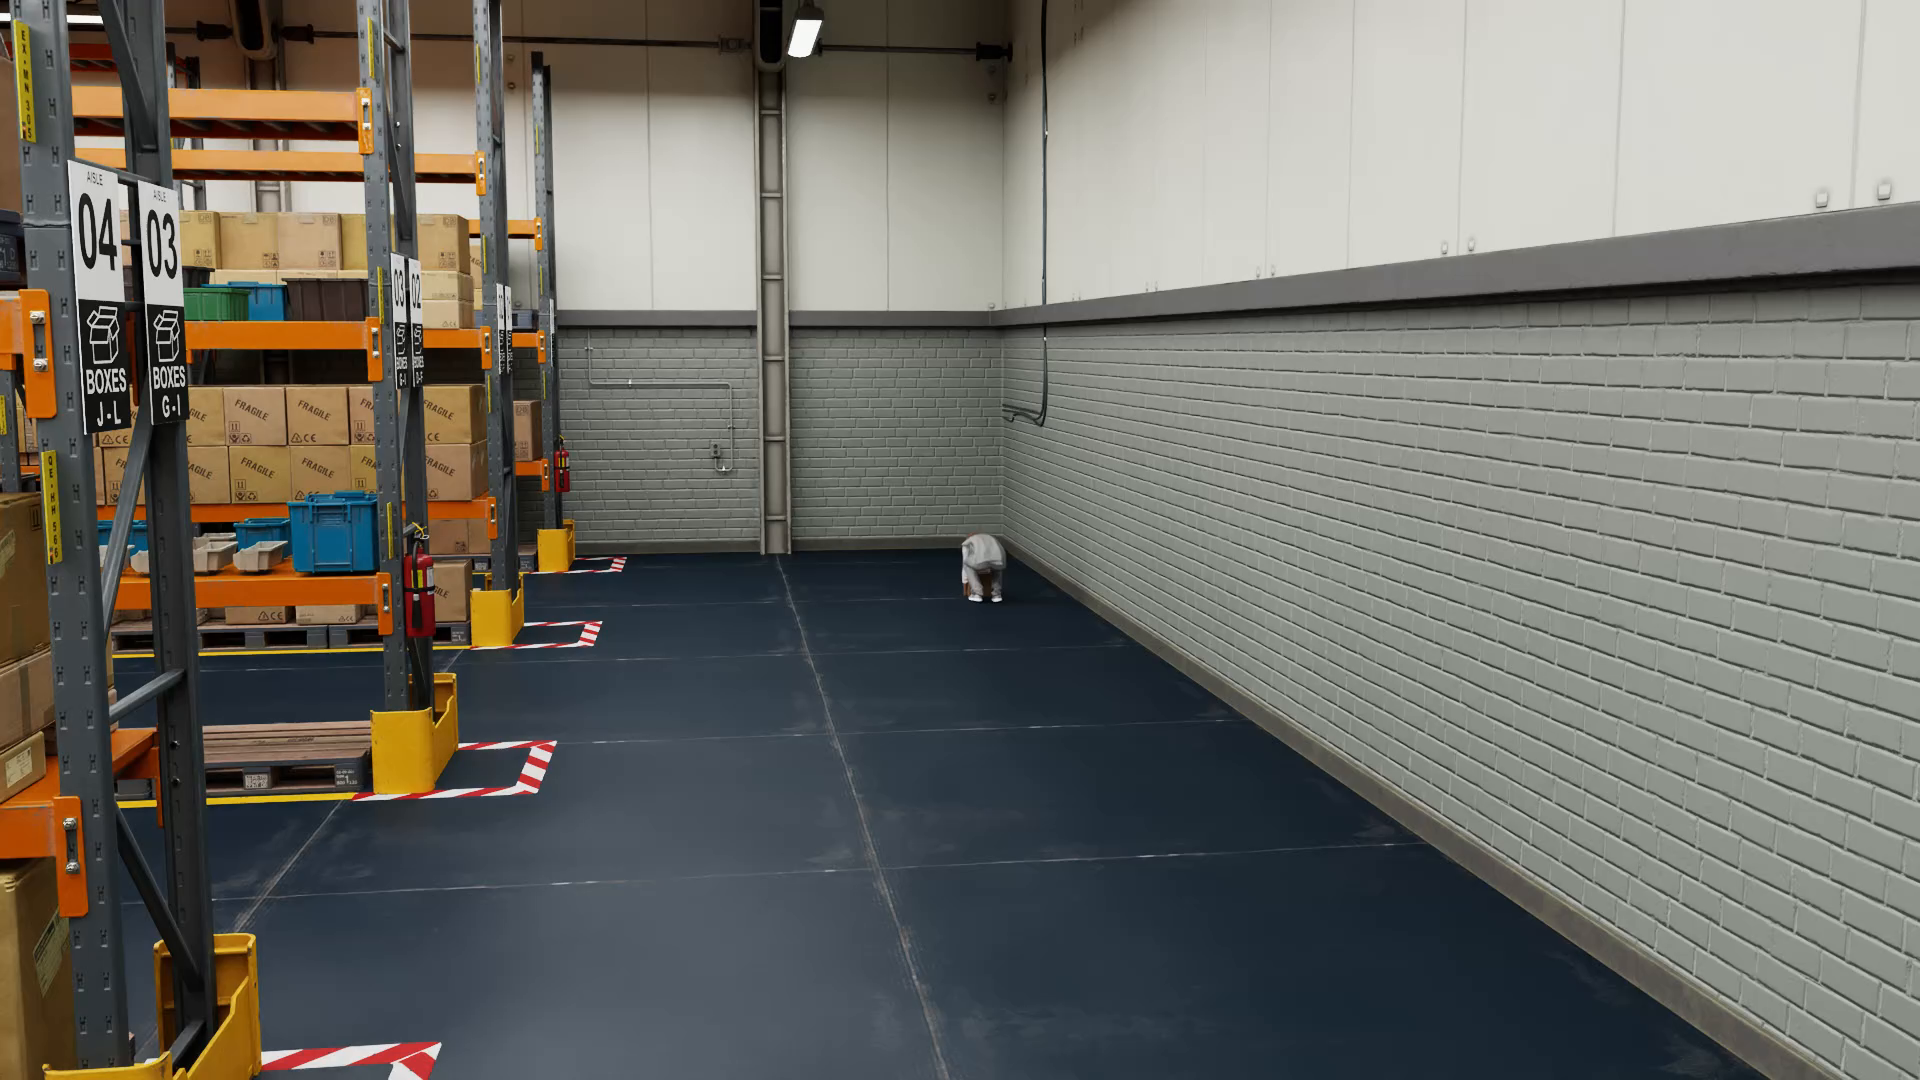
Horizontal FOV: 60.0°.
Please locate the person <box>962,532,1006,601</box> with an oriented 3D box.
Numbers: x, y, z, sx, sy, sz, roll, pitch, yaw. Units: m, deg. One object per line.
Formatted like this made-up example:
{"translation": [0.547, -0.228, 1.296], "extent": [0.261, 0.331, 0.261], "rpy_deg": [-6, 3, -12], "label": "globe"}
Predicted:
{"translation": [0.246, 0.295, 17.486], "extent": [0.419, 0.702, 0.862], "rpy_deg": [-1, 7, -10], "label": "person"}
